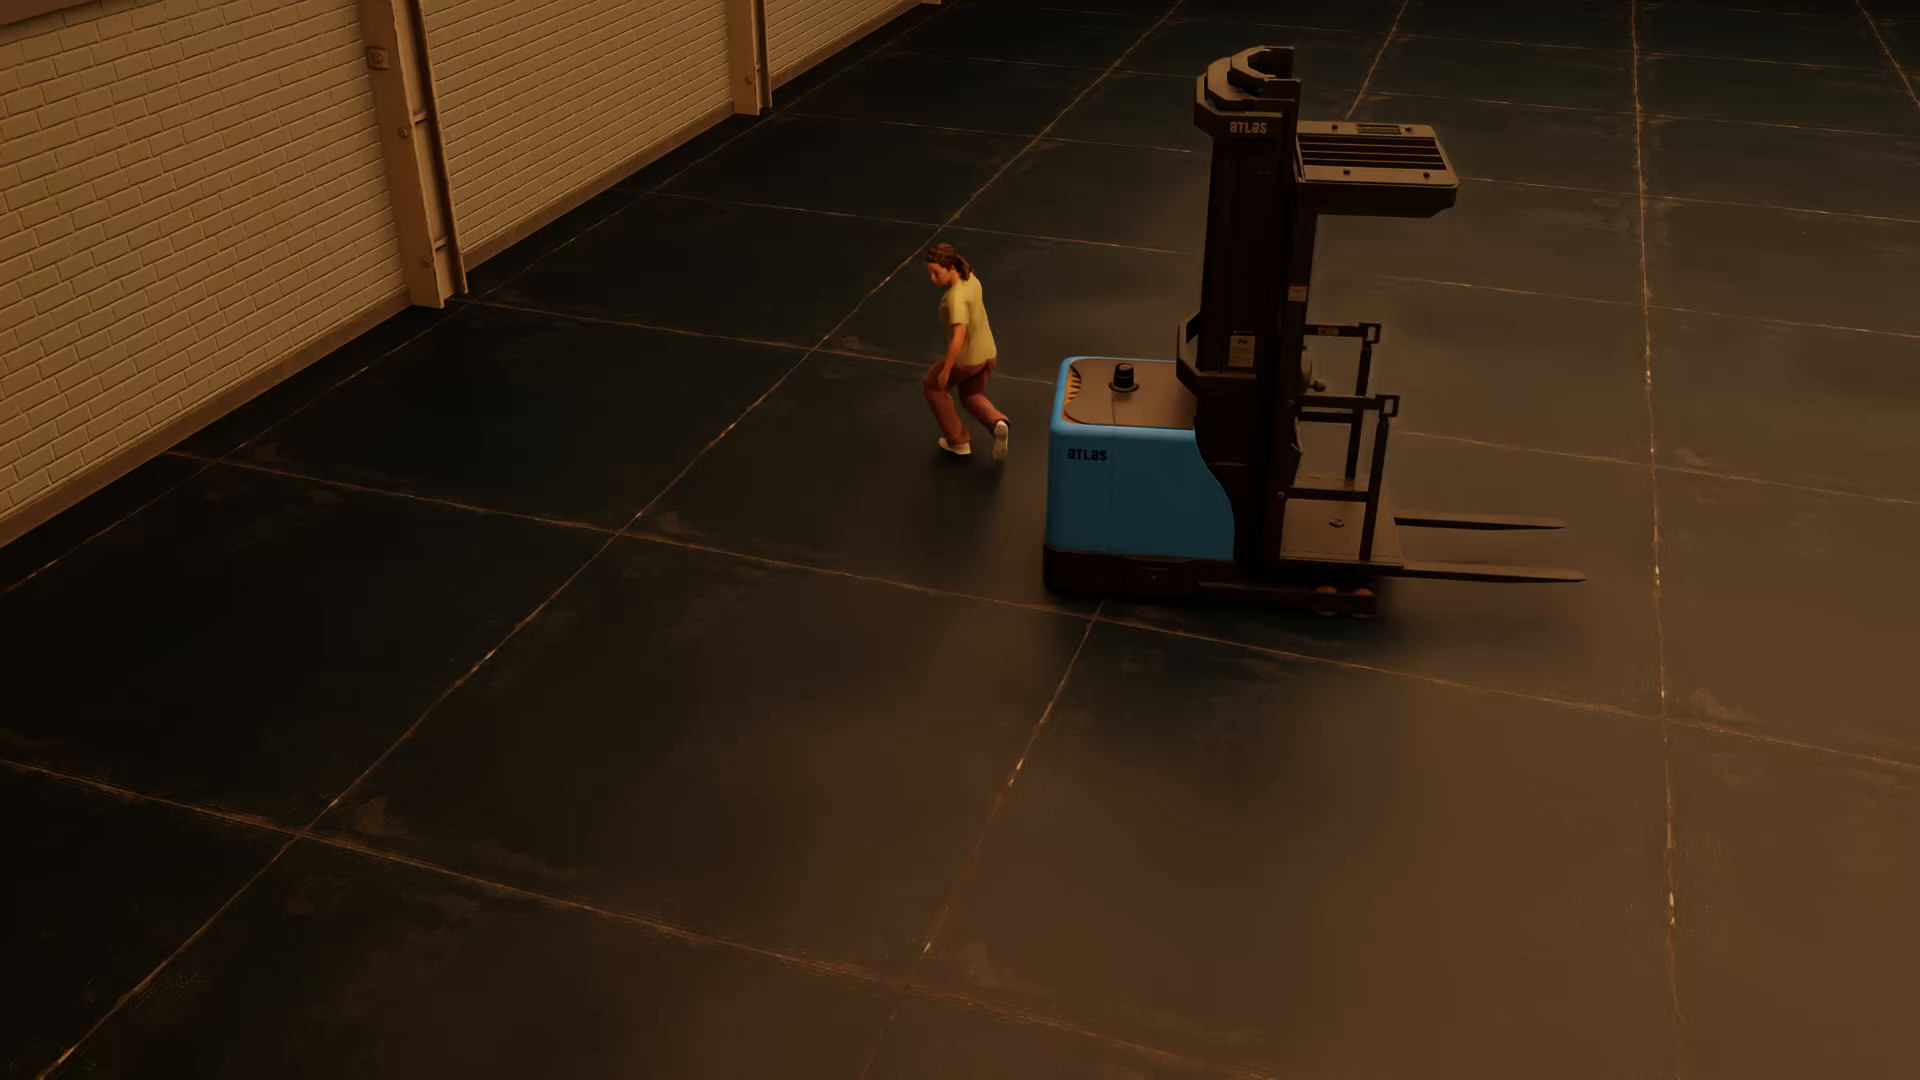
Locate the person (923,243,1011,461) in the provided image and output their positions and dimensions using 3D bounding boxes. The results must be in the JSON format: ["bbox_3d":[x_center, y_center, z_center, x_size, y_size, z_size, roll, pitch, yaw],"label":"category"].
[{"bbox_3d":[0.025,-1.192,10.748,0.692,1.465,0.609,21,36,32],"label":"person"}]

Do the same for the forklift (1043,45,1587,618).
[{"bbox_3d":[2.031,-1.114,9.091,3.031,2.935,1.130,3,30,6],"label":"forklift"}]
